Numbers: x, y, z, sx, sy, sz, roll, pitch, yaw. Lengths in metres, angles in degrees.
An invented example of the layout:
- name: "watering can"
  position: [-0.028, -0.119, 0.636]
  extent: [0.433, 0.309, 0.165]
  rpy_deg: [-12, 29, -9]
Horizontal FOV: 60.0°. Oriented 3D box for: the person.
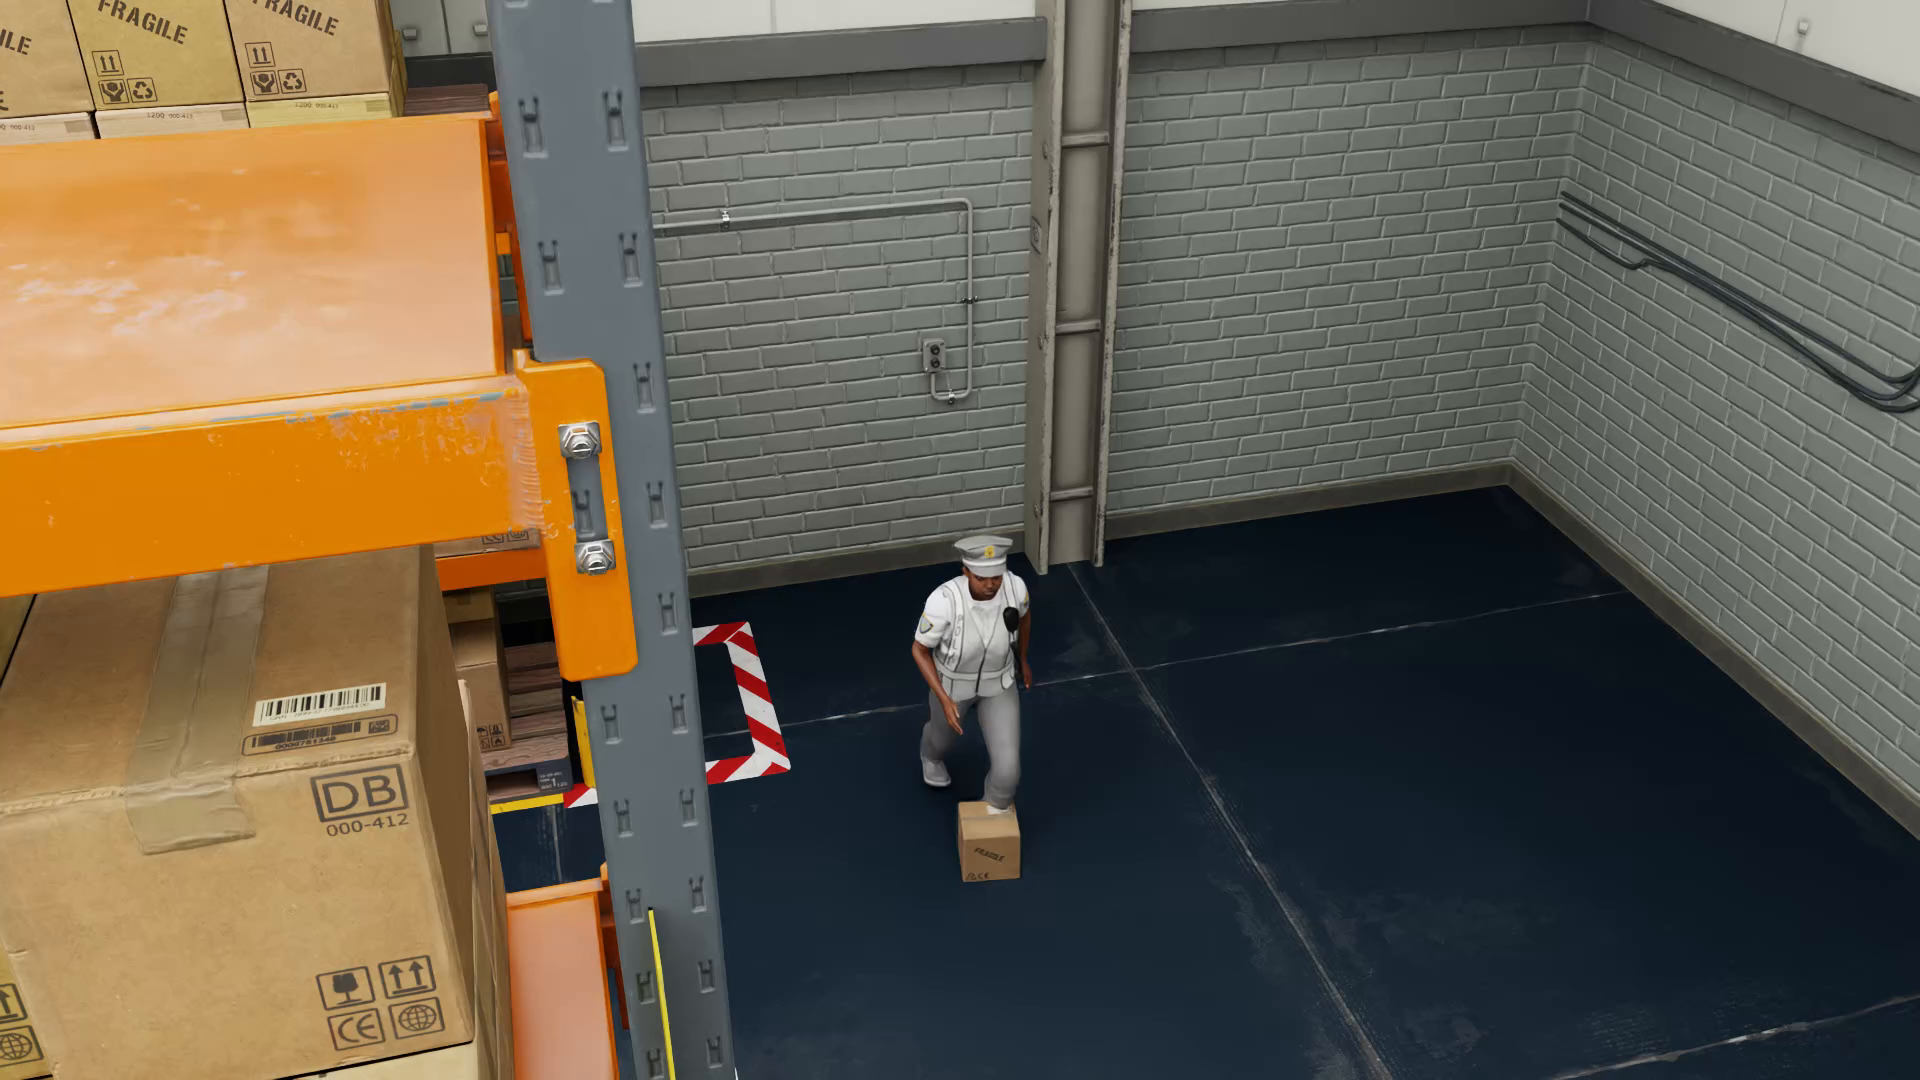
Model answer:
- name: "person"
  position: [-3.682, 3.322, 2.395]
  extent: [9.534, 1.827, 10.882]
  rpy_deg: [-4, 31, -7]
